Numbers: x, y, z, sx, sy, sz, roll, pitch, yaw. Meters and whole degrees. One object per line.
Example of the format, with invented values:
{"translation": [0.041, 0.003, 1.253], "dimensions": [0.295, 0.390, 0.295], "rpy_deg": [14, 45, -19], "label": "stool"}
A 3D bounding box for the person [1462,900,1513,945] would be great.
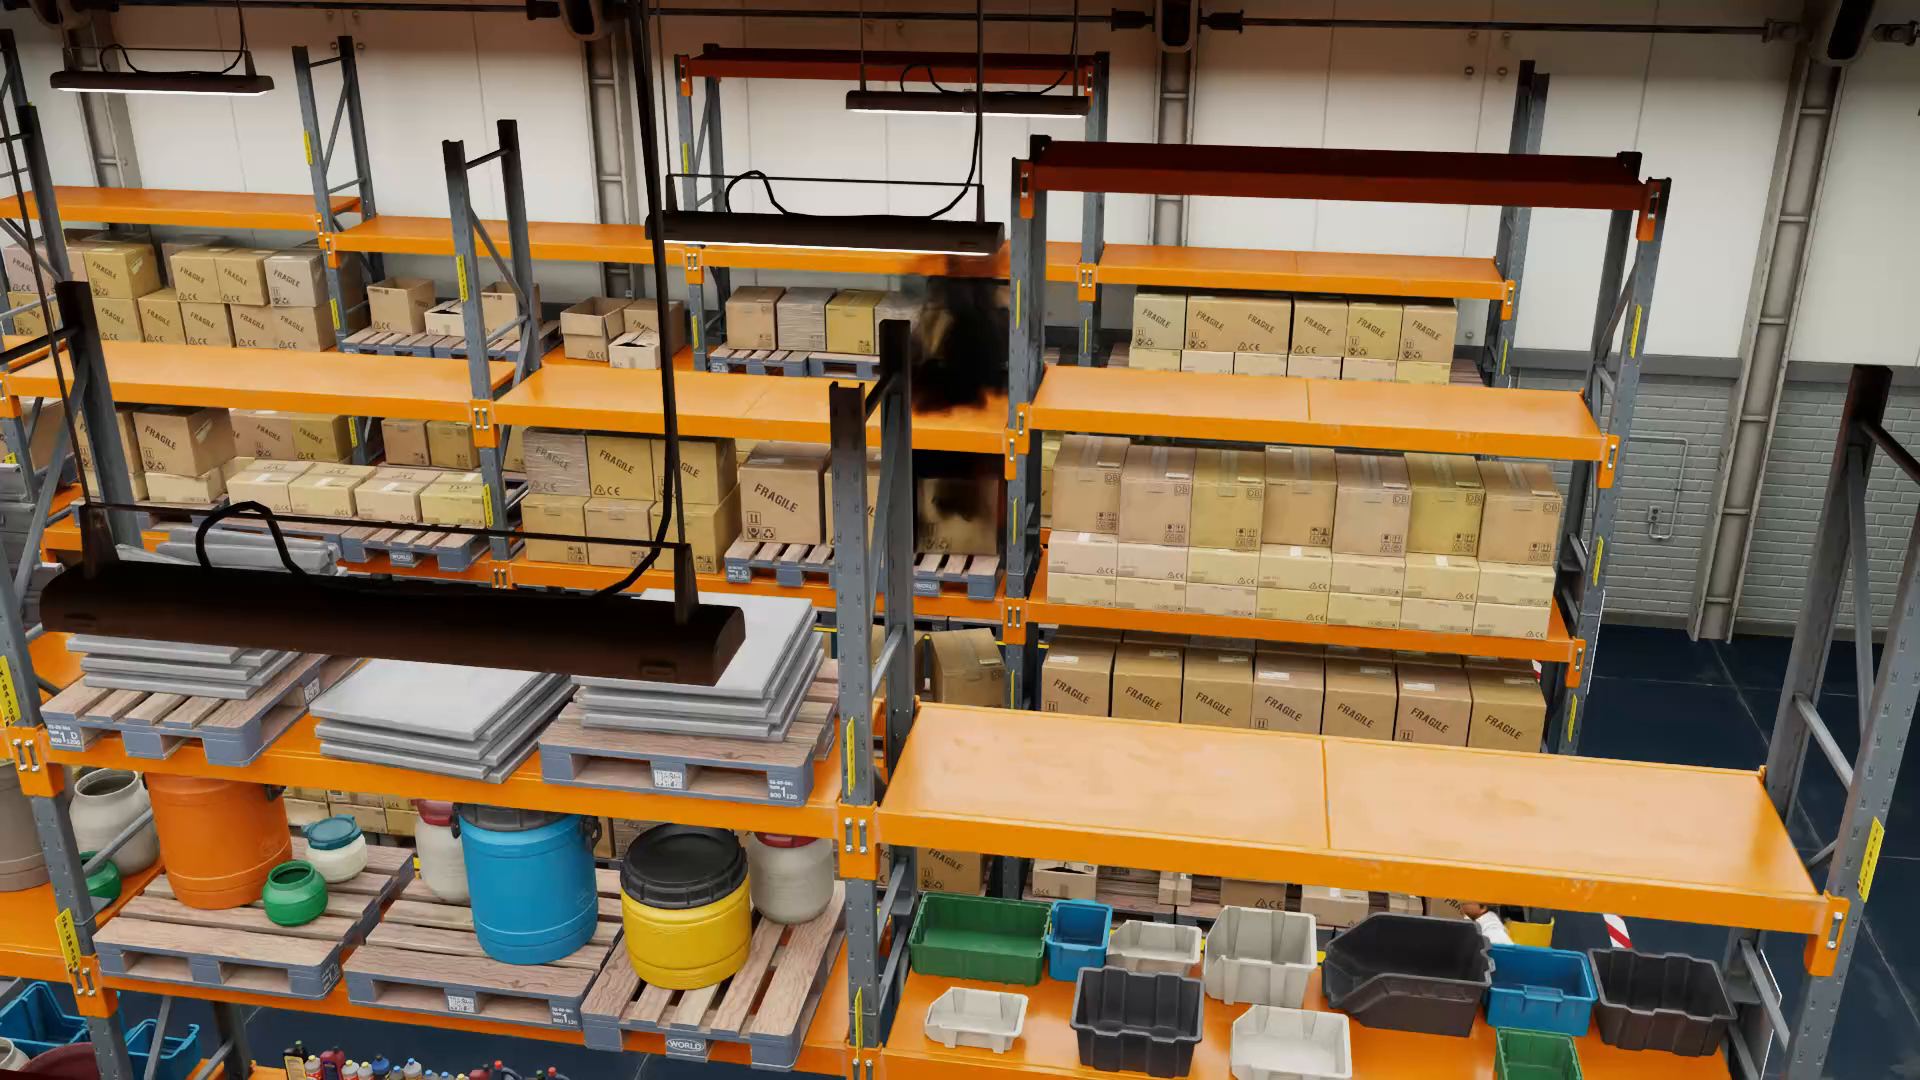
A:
{"translation": [3.534, 2.992, 11.196], "dimensions": [0.834, 1.503, 0.668], "rpy_deg": [-3, 23, -8], "label": "person"}
